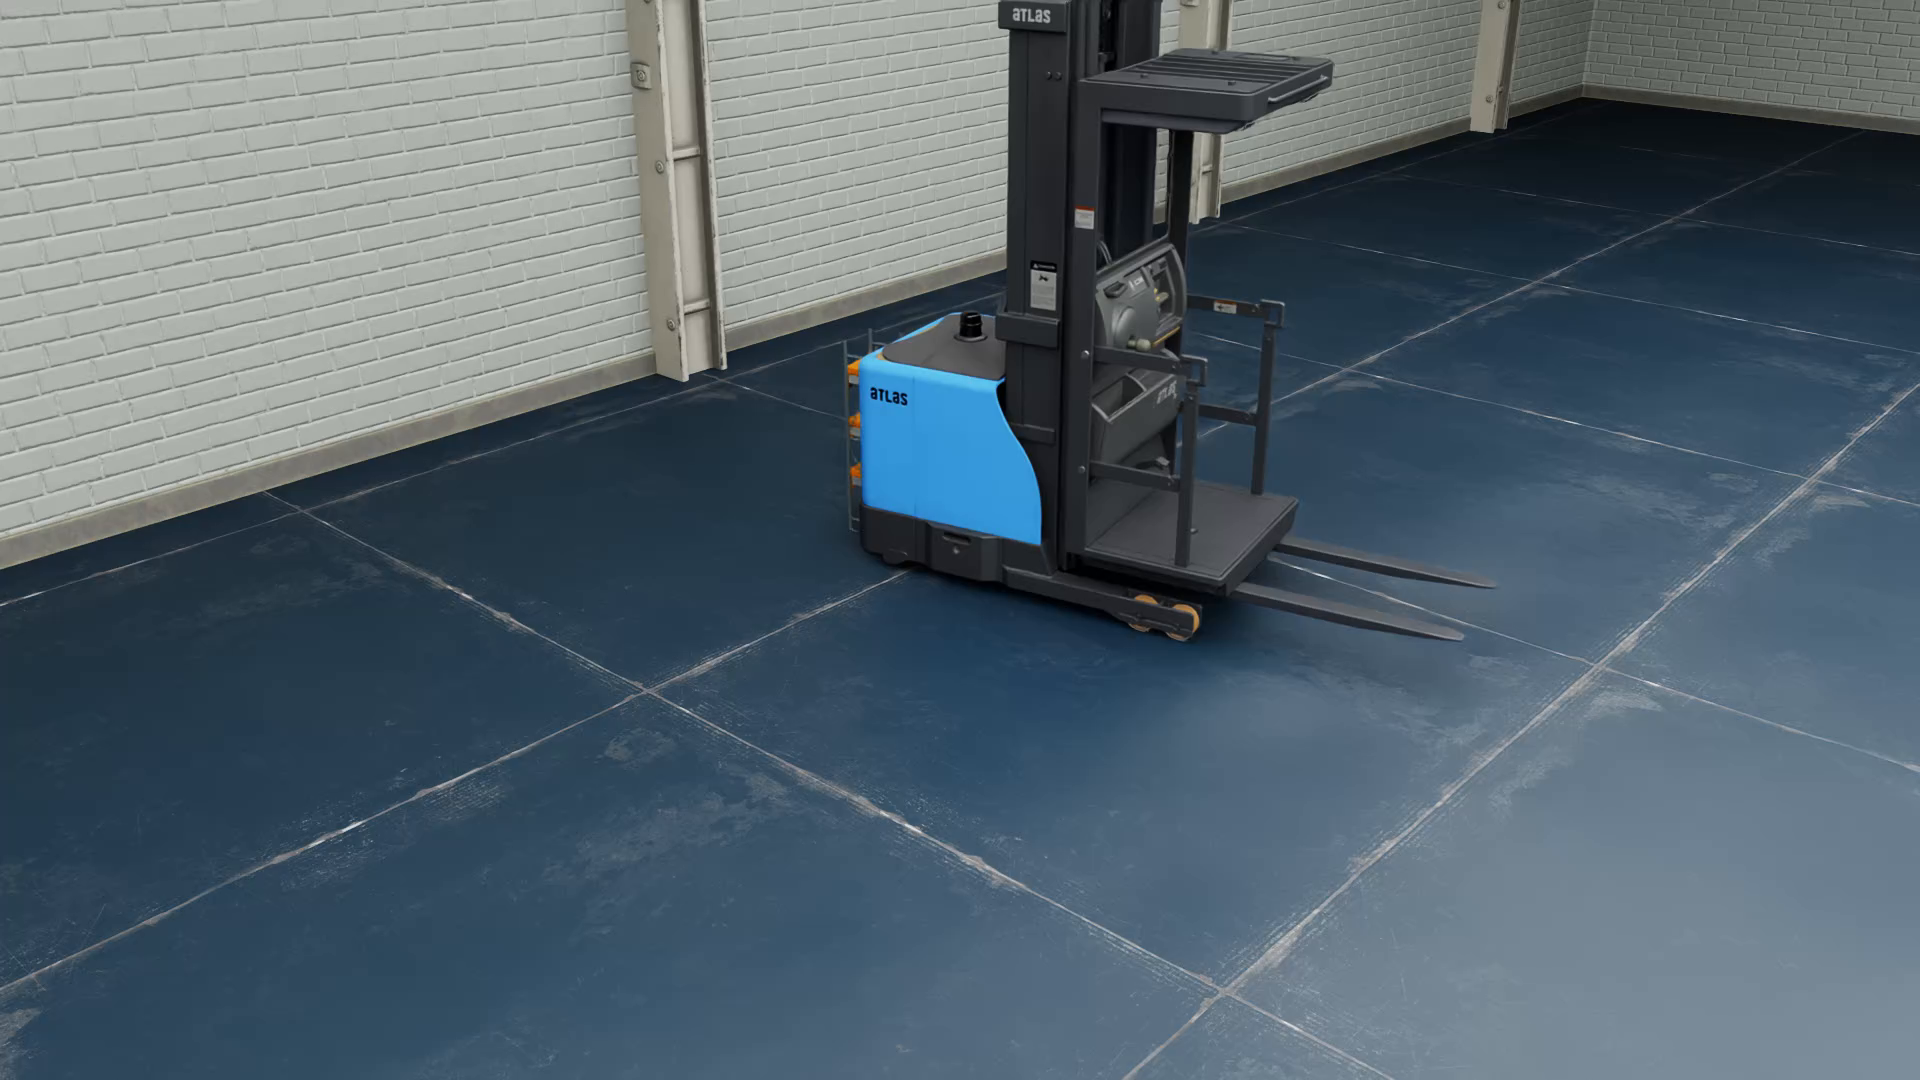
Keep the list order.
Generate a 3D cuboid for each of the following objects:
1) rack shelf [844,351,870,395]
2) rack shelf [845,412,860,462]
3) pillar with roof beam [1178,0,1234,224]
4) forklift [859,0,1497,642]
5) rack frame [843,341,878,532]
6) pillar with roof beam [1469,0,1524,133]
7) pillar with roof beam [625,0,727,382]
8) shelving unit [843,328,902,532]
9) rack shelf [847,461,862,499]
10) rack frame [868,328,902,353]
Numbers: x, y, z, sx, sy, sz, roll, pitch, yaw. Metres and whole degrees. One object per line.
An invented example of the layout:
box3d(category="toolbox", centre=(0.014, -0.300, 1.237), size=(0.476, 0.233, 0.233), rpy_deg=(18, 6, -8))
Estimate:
box3d(category="rack shelf", centre=(-0.444, -0.806, 8.596), size=(0.215, 0.259, 0.240), rpy_deg=(13, 27, 26))
box3d(category="rack shelf", centre=(-0.444, -0.547, 8.712), size=(0.215, 0.259, 0.240), rpy_deg=(13, 27, 26))
box3d(category="pillar with roof beam", centre=(5.377, -5.917, 10.948), size=(9.100, 9.000, 0.400), rpy_deg=(20, 31, 38))
box3d(category="forklift", centre=(1.026, -1.120, 7.665), size=(3.031, 2.935, 1.130), rpy_deg=(13, 27, 27))
box3d(category="rack frame", centre=(-0.502, -0.513, 8.610), size=(0.200, 1.050, 0.008), rpy_deg=(13, 27, 26))
box3d(category="pillar with roof beam", centre=(9.381, -7.745, 15.025), size=(9.100, 9.000, 0.400), rpy_deg=(20, 31, 38))
box3d(category="pillar with roof beam", centre=(1.372, -4.089, 6.871), size=(9.100, 9.000, 0.400), rpy_deg=(20, 31, 38))
box3d(category="shelving unit", centre=(-0.444, -0.556, 8.708), size=(0.215, 1.050, 0.252), rpy_deg=(13, 27, 26))
box3d(category="rack shelf", centre=(-0.444, -0.293, 8.826), size=(0.215, 0.259, 0.240), rpy_deg=(13, 27, 26))
box3d(category="rack frame", centre=(-0.386, -0.600, 8.805), size=(0.200, 1.050, 0.008), rpy_deg=(13, 27, 26))
